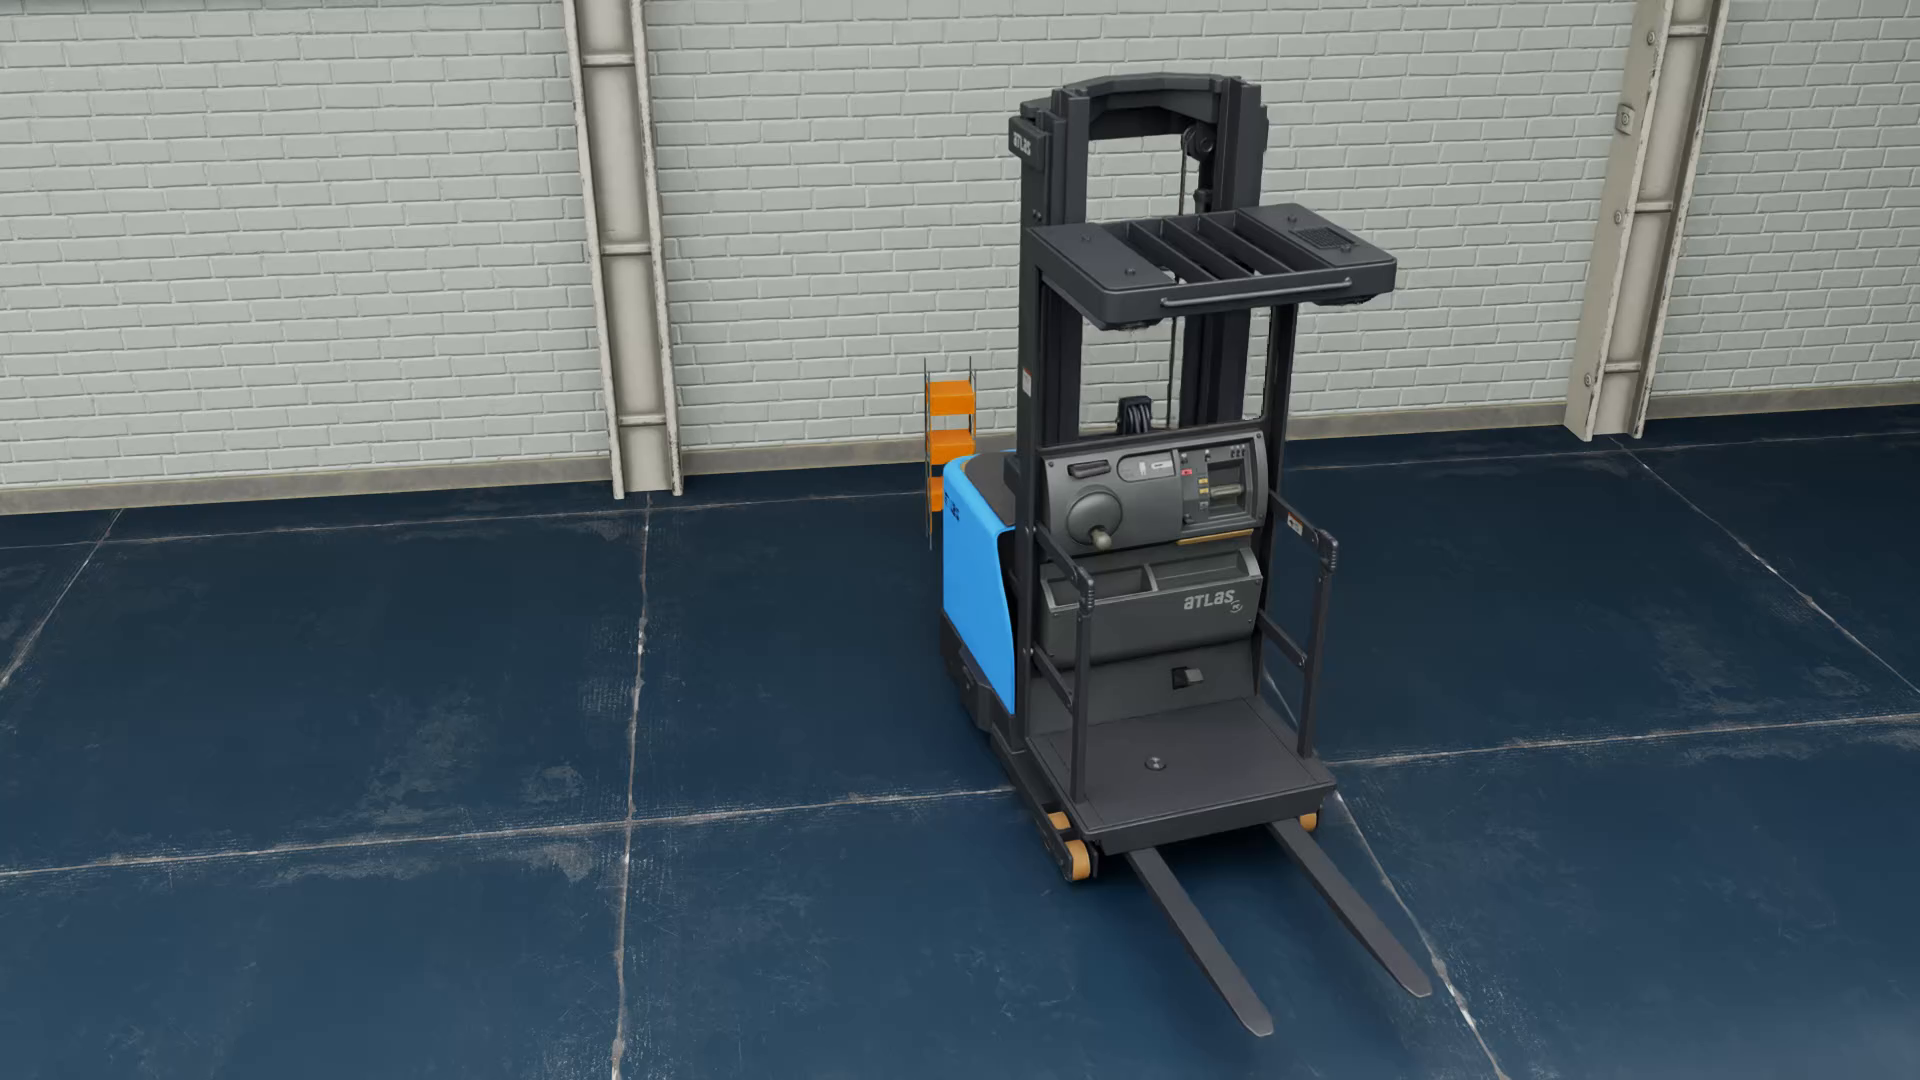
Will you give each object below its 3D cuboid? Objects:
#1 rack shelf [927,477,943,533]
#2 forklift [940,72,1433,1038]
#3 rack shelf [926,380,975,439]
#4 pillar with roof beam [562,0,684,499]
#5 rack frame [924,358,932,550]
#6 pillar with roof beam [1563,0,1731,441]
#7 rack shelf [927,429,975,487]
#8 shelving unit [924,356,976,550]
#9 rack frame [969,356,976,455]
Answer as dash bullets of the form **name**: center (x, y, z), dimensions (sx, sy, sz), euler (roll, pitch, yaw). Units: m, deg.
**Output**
- **rack shelf**: center (-0.053, -0.207, 9.135), dimensions (0.240, 0.259, 0.215), euler (-4, 27, -7)
- **forklift**: center (0.844, -0.155, 6.341), dimensions (1.130, 2.935, 3.031), euler (-8, 28, -16)
- **rack shelf**: center (-0.053, -0.707, 8.879), dimensions (0.240, 0.259, 0.215), euler (-4, 27, -7)
- **pillar with roof beam**: center (-1.245, -2.379, 4.029), dimensions (0.400, 9.000, 9.100), euler (-4, 27, -7)
- **rack frame**: center (-0.174, -0.456, 8.989), dimensions (0.008, 1.050, 0.200), euler (-4, 27, -7)
- **pillar with roof beam**: center (4.696, -2.760, 4.773), dimensions (0.400, 9.000, 9.100), euler (-4, 27, -7)
- **rack shelf**: center (-0.053, -0.454, 9.008), dimensions (0.240, 0.259, 0.215), euler (-4, 27, -7)
- **shelving unit**: center (-0.053, -0.464, 9.004), dimensions (0.252, 1.050, 0.215), euler (-4, 27, -7)
- **rack frame**: center (0.068, -0.471, 9.019), dimensions (0.008, 1.050, 0.200), euler (-4, 27, -7)
